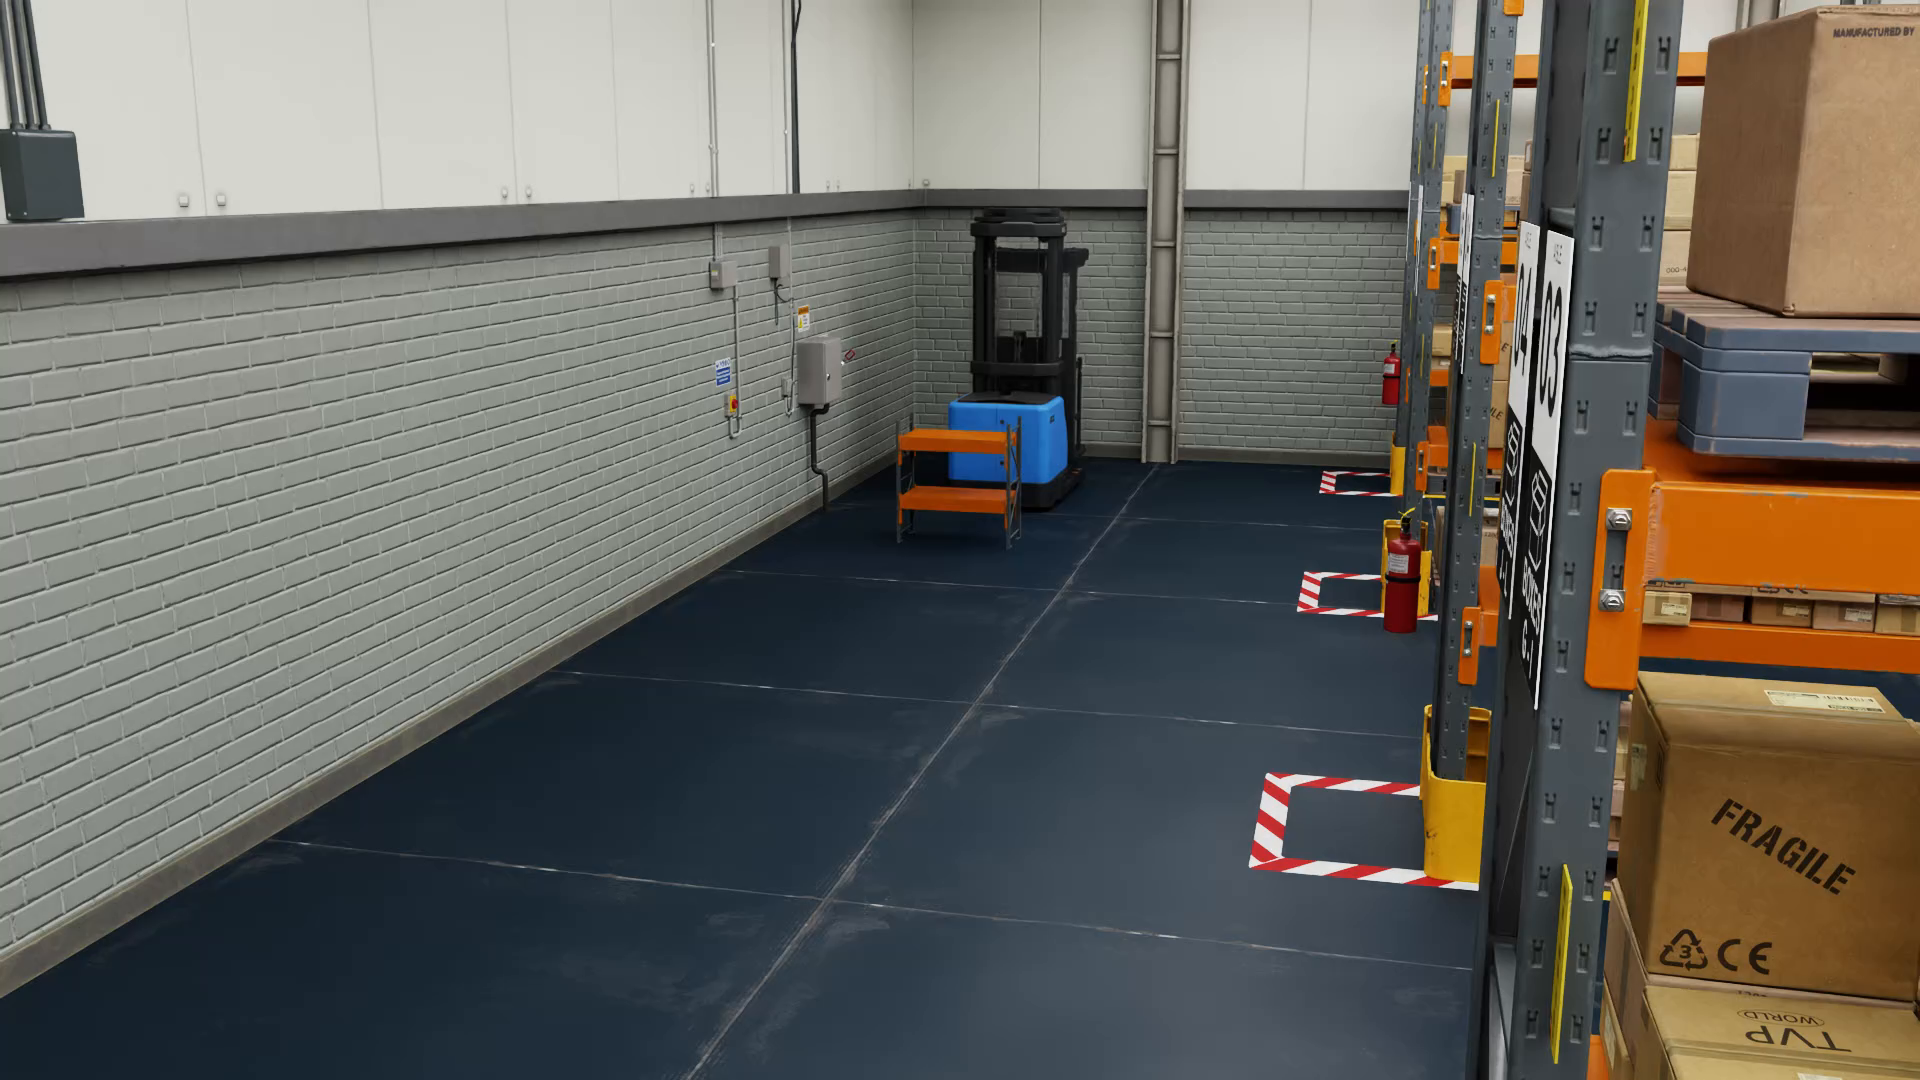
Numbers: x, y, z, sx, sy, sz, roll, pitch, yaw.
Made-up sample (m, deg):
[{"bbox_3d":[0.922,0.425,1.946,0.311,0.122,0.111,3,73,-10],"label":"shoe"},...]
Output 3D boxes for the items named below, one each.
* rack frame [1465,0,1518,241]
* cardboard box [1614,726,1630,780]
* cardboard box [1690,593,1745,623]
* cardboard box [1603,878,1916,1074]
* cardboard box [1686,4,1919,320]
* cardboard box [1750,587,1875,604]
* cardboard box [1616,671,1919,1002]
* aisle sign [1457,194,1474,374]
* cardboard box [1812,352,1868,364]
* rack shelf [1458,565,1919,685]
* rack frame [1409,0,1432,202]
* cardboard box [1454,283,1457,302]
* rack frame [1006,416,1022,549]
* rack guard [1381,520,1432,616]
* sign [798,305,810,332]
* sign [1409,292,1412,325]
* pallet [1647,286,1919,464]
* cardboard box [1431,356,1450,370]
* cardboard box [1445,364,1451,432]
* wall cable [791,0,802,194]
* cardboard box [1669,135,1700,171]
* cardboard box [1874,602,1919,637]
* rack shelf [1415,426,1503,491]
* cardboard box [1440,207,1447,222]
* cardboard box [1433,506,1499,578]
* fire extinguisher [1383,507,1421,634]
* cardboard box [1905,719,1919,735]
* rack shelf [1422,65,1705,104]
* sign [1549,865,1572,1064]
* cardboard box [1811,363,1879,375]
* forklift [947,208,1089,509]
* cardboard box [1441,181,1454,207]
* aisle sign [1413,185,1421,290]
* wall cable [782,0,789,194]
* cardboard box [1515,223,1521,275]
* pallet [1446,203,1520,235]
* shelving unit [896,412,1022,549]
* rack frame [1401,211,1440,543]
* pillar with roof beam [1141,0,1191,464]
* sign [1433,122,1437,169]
[{"bbox_3d":[2.454,-2.895,7.505,0.127,3.000,1.000,3,13,14],"label":"rack frame"},{"bbox_3d":[3.178,1.018,7.959,0.250,0.149,0.380,3,13,15],"label":"cardboard box"},{"bbox_3d":[3.480,0.257,7.731,0.250,0.149,0.380,4,13,16],"label":"cardboard box"},{"bbox_3d":[1.702,0.969,3.600,0.500,0.250,0.500,3,13,13],"label":"cardboard box"},{"bbox_3d":[1.686,-0.679,3.015,0.500,0.500,0.700,2,13,10],"label":"cardboard box"},{"bbox_3d":[3.822,-0.028,7.517,0.500,0.500,0.500,3,13,14],"label":"cardboard box"},{"bbox_3d":[1.704,0.604,3.515,0.500,0.500,0.500,3,13,14],"label":"cardboard box"},{"bbox_3d":[2.312,-1.176,7.606,0.004,0.787,0.394,3,13,14],"label":"aisle sign"},{"bbox_3d":[3.957,-0.625,7.901,0.500,0.500,0.500,4,13,16],"label":"cardboard box"},{"bbox_3d":[4.396,0.489,7.765,4.000,0.370,1.077,3,13,14],"label":"rack shelf"},{"bbox_3d":[4.728,-4.985,16.926,0.127,3.000,1.000,3,13,14],"label":"rack frame"},{"bbox_3d":[3.939,-1.889,12.787,0.250,0.149,0.380,3,13,14],"label":"cardboard box"},{"bbox_3d":[0.487,-0.523,14.995,0.032,1.125,0.500,3,13,14],"label":"rack frame"},{"bbox_3d":[3.519,0.207,13.147,0.348,0.500,1.175,3,13,14],"label":"rack guard"},{"bbox_3d":[-1.507,-2.136,16.031,0.001,0.242,0.339,3,13,14],"label":"sign"},{"bbox_3d":[4.598,-2.365,16.968,0.005,0.325,0.100,3,13,14],"label":"sign"},{"bbox_3d":[1.891,-0.313,2.998,1.213,0.211,1.003,3,13,14],"label":"pallet"},{"bbox_3d":[4.981,-1.859,17.266,0.250,0.149,0.380,3,13,13],"label":"cardboard box"},{"bbox_3d":[4.074,-1.092,12.998,0.500,0.500,0.500,3,13,14],"label":"cardboard box"},{"bbox_3d":[-1.161,-4.937,16.624,0.133,3.039,2.988,3,13,14],"label":"wall cable"},{"bbox_3d":[3.203,-1.685,7.248,0.250,0.149,0.380,3,13,13],"label":"cardboard box"},{"bbox_3d":[4.217,0.313,7.479,0.250,0.149,0.380,4,13,16],"label":"cardboard box"},{"bbox_3d":[5.484,-0.557,12.480,4.000,0.370,1.077,3,13,14],"label":"rack shelf"},{"bbox_3d":[4.982,-3.332,16.983,0.250,0.149,0.380,3,13,15],"label":"cardboard box"},{"bbox_3d":[4.207,0.047,13.043,0.875,0.438,0.875,3,13,12],"label":"cardboard box"},{"bbox_3d":[2.320,0.144,8.700,0.183,0.674,0.296,3,13,14],"label":"fire extinguisher"},{"bbox_3d":[4.542,0.990,8.085,0.250,0.149,0.380,3,13,14],"label":"cardboard box"},{"bbox_3d":[6.670,-4.528,16.537,4.000,0.370,1.077,3,13,14],"label":"rack shelf"},{"bbox_3d":[1.029,0.727,2.850,0.005,0.325,0.100,3,13,14],"label":"sign"},{"bbox_3d":[3.818,-0.512,7.392,0.500,0.500,0.500,3,13,12],"label":"cardboard box"},{"bbox_3d":[0.732,-2.018,17.562,1.130,2.935,3.031,3,13,14],"label":"forklift"},{"bbox_3d":[5.093,-3.512,16.872,0.500,0.250,0.500,3,13,13],"label":"cardboard box"},{"bbox_3d":[3.547,-2.350,12.899,0.004,0.787,0.394,3,13,14],"label":"aisle sign"},{"bbox_3d":[-1.865,-4.335,13.996,0.029,3.000,2.355,3,13,14],"label":"wall cable"},{"bbox_3d":[2.959,-1.389,7.991,0.500,0.250,0.500,3,13,12],"label":"cardboard box"},{"bbox_3d":[4.265,-2.397,12.391,1.213,0.211,1.003,3,13,14],"label":"pallet"},{"bbox_3d":[-0.007,-0.549,15.113,1.048,1.125,0.538,3,13,14],"label":"shelving unit"},{"bbox_3d":[3.542,-1.012,12.870,0.127,3.000,1.000,3,13,14],"label":"rack frame"},{"bbox_3d":[1.295,-4.409,14.331,0.400,9.000,9.100,3,13,14],"label":"pillar with roof beam"},{"bbox_3d":[3.403,-2.825,11.918,0.005,0.325,0.100,3,13,14],"label":"sign"}]
